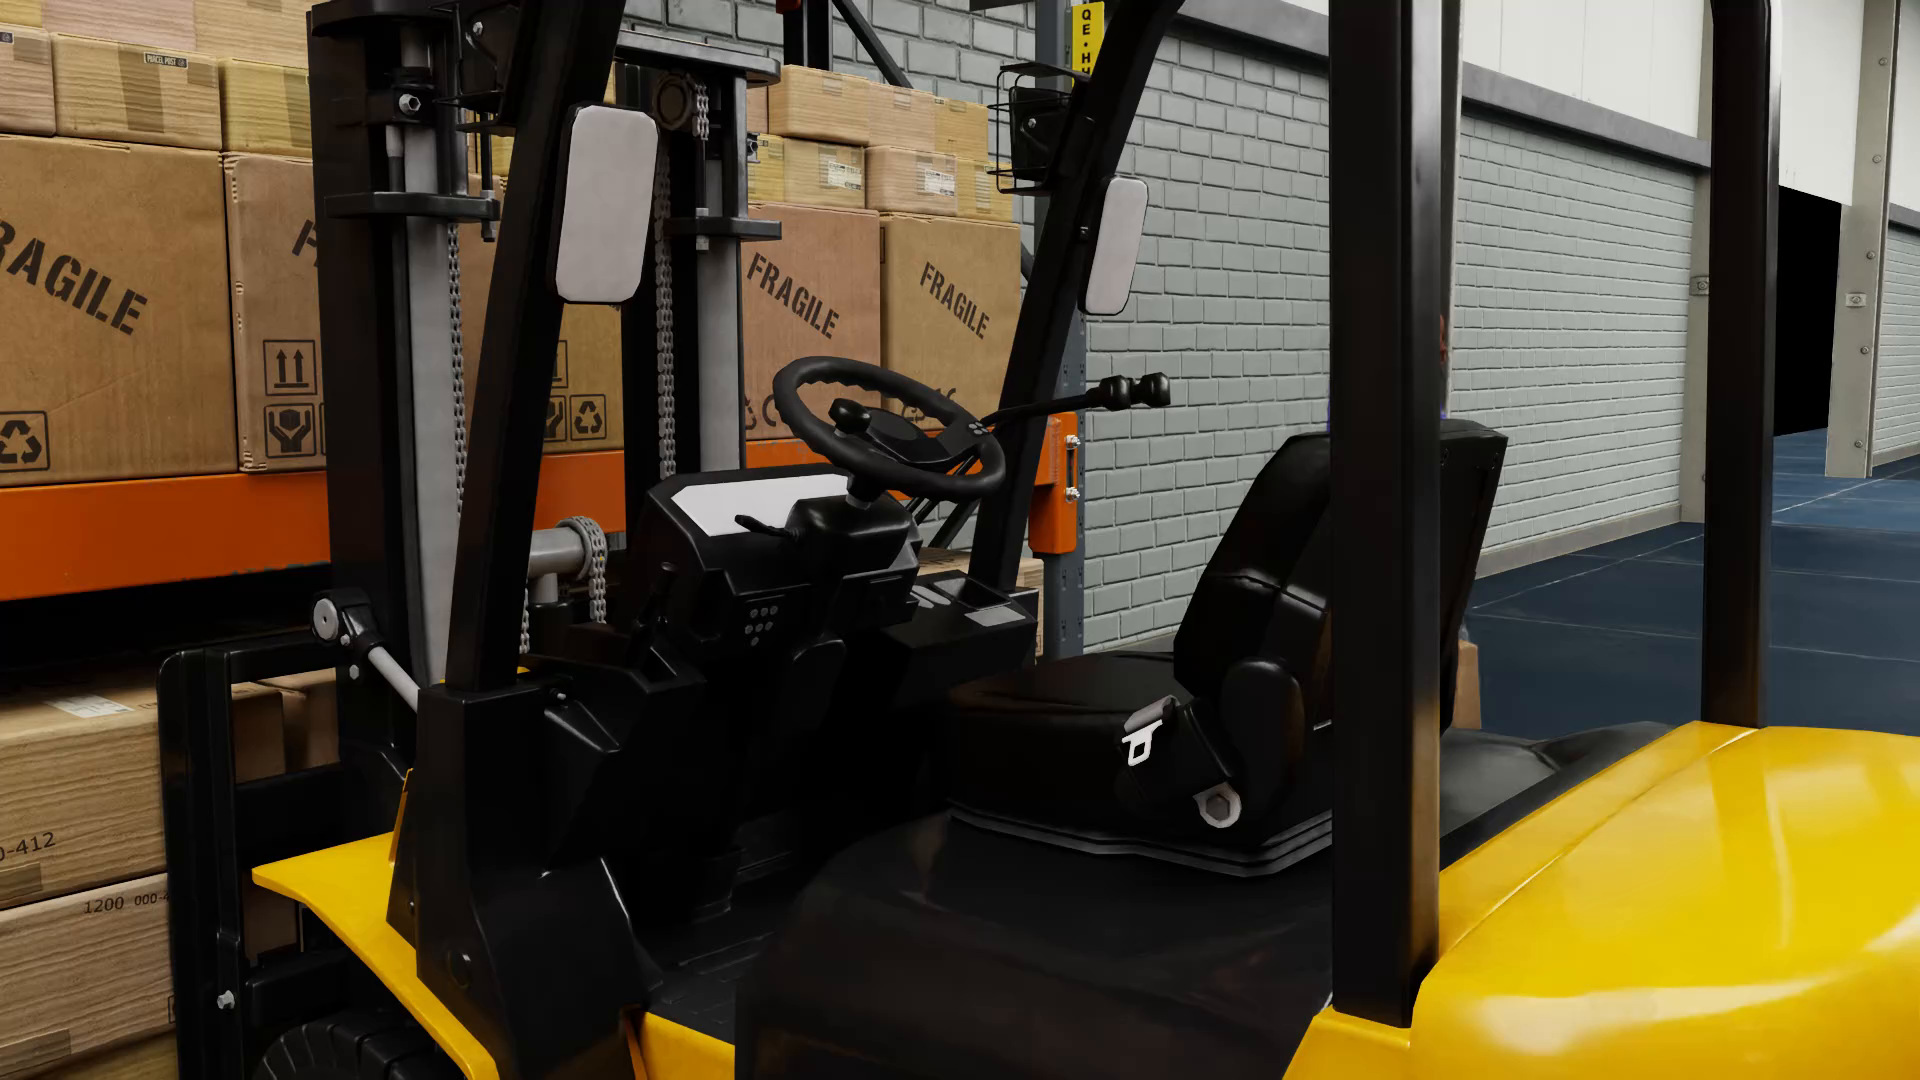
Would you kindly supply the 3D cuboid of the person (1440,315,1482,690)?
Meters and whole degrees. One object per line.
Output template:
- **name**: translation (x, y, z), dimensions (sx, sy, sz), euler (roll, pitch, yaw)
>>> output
- **person**: translation (1.303, 0.101, 4.978), dimensions (0.550, 1.645, 0.541), euler (-5, 9, -38)
